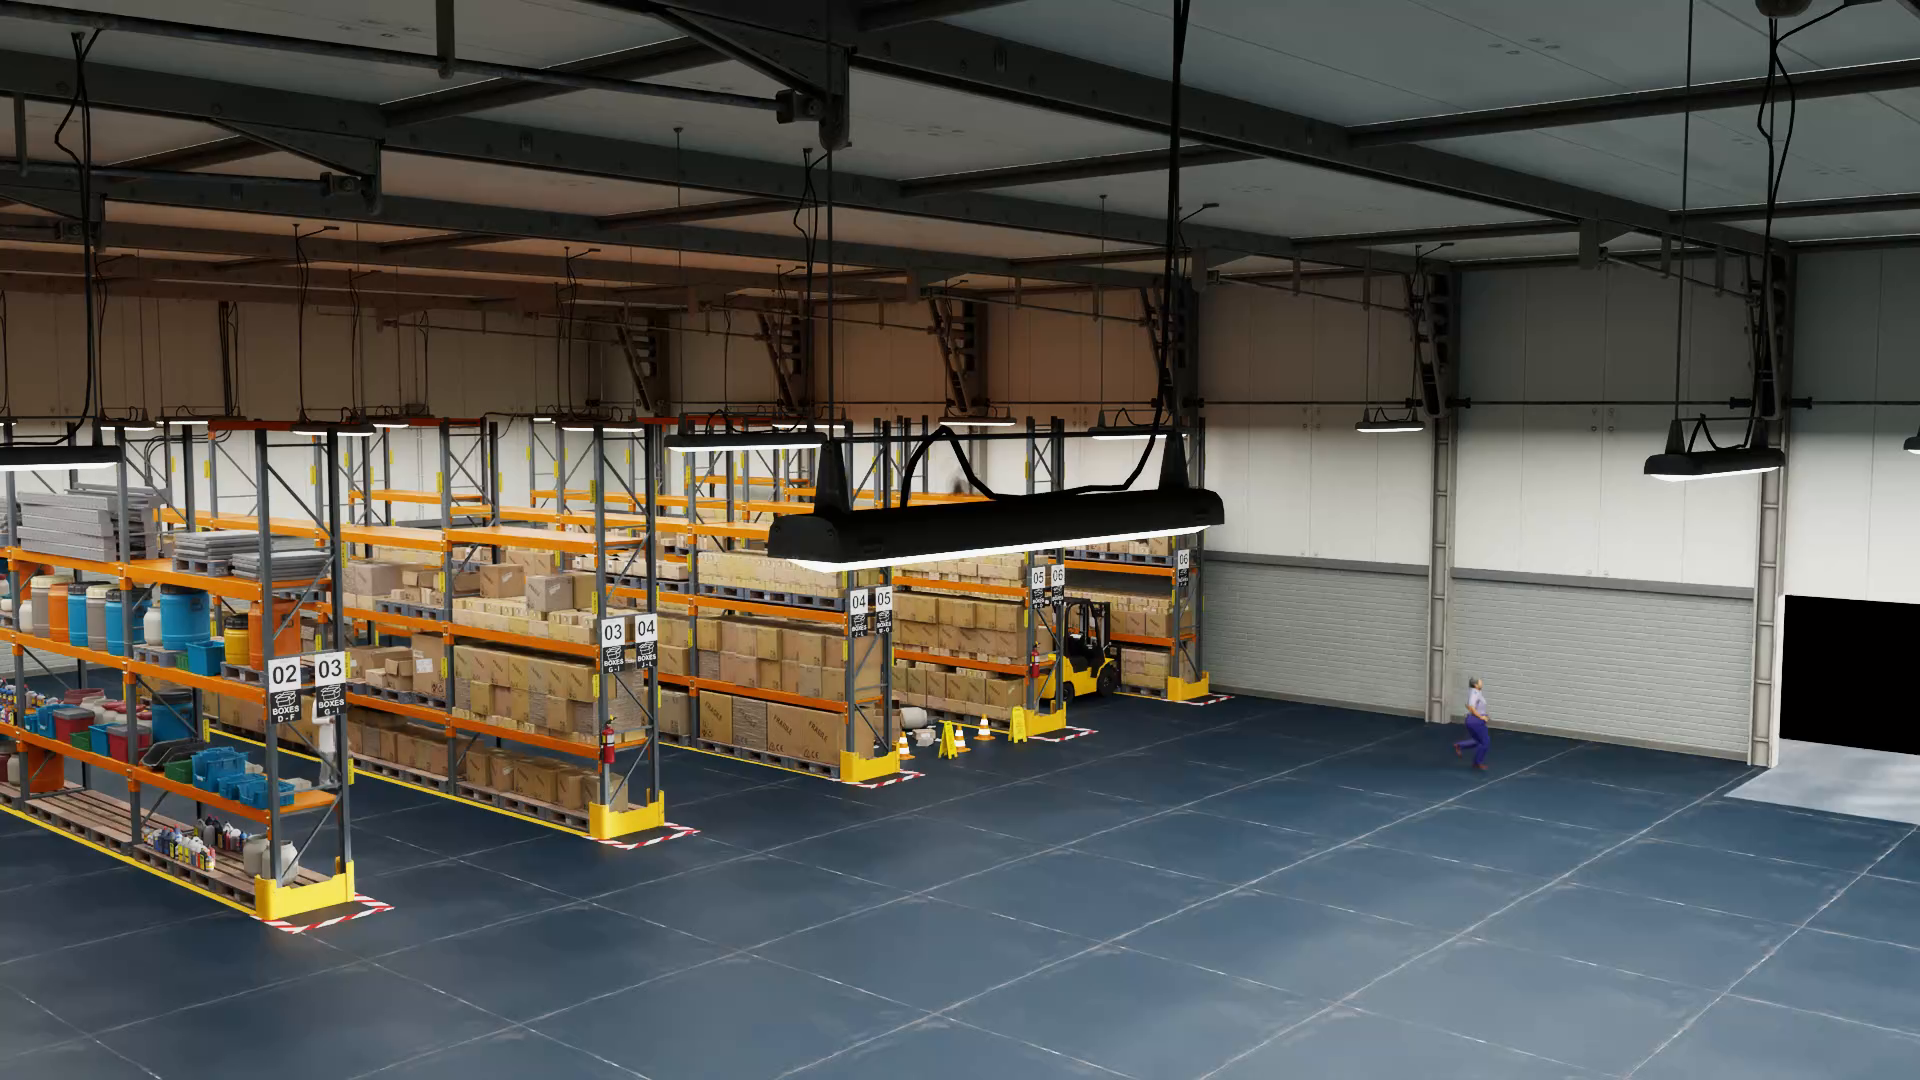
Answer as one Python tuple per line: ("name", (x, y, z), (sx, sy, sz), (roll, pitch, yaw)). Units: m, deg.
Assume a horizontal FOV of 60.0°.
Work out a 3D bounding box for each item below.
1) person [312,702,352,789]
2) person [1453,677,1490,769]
("person", (-10.178, 3.212, 27.019), (0.734, 1.805, 0.687), (4, 6, 38))
("person", (8.853, 3.158, 28.736), (0.592, 1.611, 0.608), (1, 5, 8))
